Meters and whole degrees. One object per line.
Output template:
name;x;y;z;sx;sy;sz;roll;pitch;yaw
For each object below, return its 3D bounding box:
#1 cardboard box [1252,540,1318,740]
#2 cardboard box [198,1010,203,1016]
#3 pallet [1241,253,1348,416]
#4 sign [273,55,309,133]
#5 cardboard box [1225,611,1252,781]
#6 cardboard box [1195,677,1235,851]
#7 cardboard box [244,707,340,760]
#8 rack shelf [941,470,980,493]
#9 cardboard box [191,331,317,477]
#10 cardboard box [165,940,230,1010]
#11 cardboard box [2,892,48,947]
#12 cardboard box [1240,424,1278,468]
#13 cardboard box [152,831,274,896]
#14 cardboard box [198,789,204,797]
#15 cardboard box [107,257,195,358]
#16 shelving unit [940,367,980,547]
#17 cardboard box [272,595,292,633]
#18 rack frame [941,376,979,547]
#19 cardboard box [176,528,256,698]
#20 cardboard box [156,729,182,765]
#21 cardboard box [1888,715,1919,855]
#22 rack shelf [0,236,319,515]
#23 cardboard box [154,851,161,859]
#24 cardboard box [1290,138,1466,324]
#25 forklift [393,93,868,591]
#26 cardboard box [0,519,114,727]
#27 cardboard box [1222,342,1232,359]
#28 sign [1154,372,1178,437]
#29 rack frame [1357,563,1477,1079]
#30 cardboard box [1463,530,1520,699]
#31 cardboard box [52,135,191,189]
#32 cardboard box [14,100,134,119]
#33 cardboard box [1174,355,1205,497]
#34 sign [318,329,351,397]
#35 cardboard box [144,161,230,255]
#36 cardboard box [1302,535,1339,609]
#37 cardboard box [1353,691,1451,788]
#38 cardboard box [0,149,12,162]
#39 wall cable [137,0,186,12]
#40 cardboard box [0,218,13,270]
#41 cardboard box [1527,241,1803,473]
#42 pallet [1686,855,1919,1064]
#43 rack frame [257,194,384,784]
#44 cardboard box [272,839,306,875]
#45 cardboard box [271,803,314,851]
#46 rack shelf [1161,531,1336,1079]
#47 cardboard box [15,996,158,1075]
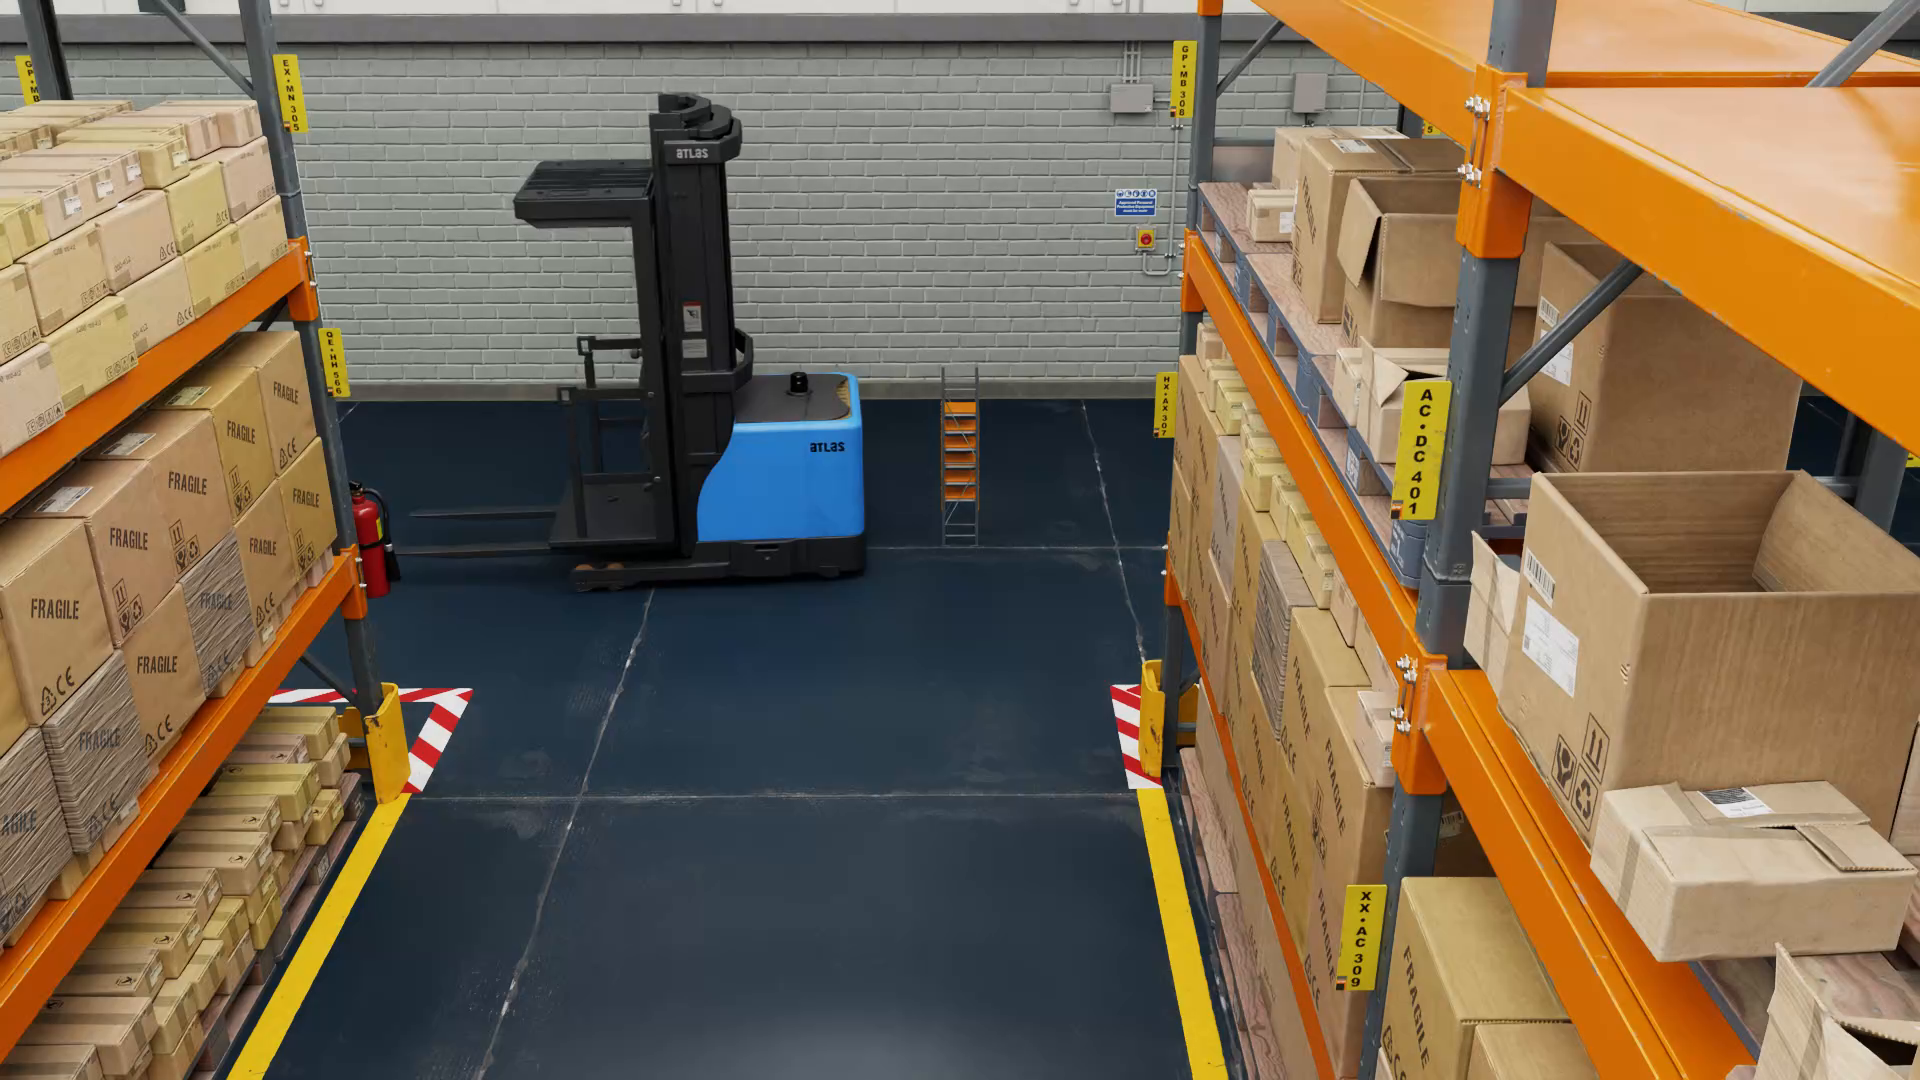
cardboard box;1.280;0.327;5.553;0.500;0.500;0.500;0;24;0
cardboard box;-3.192;1.817;6.541;0.380;0.149;0.250;0;24;1
pallet;1.564;-0.725;5.681;1.003;0.211;1.213;0;24;-1
sign;-2.864;-1.909;7.116;0.100;0.325;0.005;0;24;-1
cardboard box;1.291;0.569;6.230;0.500;0.500;0.500;1;24;1
cardboard box;1.637;1.039;7.912;0.875;0.438;0.875;-1;24;-2
cardboard box;-3.160;0.909;7.828;0.380;0.149;0.250;0;24;0
rack shelf;0.000;-0.391;11.057;0.258;0.103;0.180;0;24;-1
cardboard box;-3.165;-0.594;7.227;0.500;0.500;0.500;-1;24;-2
cardboard box;-3.087;1.690;6.462;0.380;0.149;0.250;0;24;0
cardboard box;-3.181;1.172;5.323;0.380;0.149;0.250;-1;24;-3
cardboard box;1.256;-0.323;6.202;0.380;0.149;0.250;0;24;0
cardboard box;-3.087;1.336;6.883;0.380;0.149;0.250;1;24;1
cardboard box;-3.724;1.158;7.639;0.380;0.149;0.250;0;24;-1
cardboard box;-3.145;-0.842;6.014;0.500;0.250;0.500;1;24;2
shelving unit;0.000;-0.541;10.990;0.258;1.200;0.189;0;24;-1
cardboard box;-3.150;0.309;7.232;0.380;0.149;0.250;0;24;-1
rack frame;0.001;-0.503;10.906;0.240;1.200;0.006;0;24;-1
cardboard box;-3.141;0.279;6.510;0.500;0.500;0.500;0;24;0
cardboard box;-3.188;0.743;6.271;0.380;0.149;0.250;0;24;0
cardboard box;1.793;0.285;2.939;0.500;0.311;0.500;0;24;-1
rack shelf;-3.397;-0.359;5.638;1.077;0.370;4.000;0;24;-1
cardboard box;-3.639;1.390;7.486;0.380;0.149;0.250;0;24;0
cardboard box;1.402;-1.026;5.487;0.500;0.500;0.500;0;24;0
forklift;-2.142;-1.237;10.429;3.031;2.935;1.130;-2;24;-5
cardboard box;-3.132;0.259;5.342;0.500;0.500;0.500;0;24;0
cardboard box;1.331;-0.750;7.146;0.380;0.149;0.250;0;24;1
sign;0.975;-0.639;7.876;0.100;0.325;0.005;0;24;-1
rack frame;1.573;1.440;4.427;1.000;3.000;0.127;0;24;-1
cardboard box;1.229;0.151;3.290;0.396;0.266;0.258;0;24;-1
cardboard box;-3.102;-1.401;6.158;0.380;0.149;0.250;0;24;0
cardboard box;-3.643;-1.718;6.860;0.380;0.149;0.250;0;24;-1
cardboard box;1.250;-0.511;7.404;0.500;0.500;0.500;-1;24;-2
sign;-2.864;-0.810;7.613;0.100;0.325;0.005;0;24;-1
cardboard box;-3.153;-1.271;6.356;0.500;0.250;0.500;-1;24;-2
cardboard box;1.305;0.098;5.270;0.380;0.149;0.250;0;24;-1
cardboard box;1.252;0.518;4.344;0.380;0.149;0.250;-1;24;-2
cardboard box;-3.618;-1.295;5.924;0.380;0.149;0.250;0;24;1
wall cable;-4.995;-6.709;11.259;2.277;5.999;0.120;0;24;-1
cardboard box;-3.103;-0.867;4.978;0.380;0.149;0.250;1;24;2
cardboard box;1.777;-0.453;4.219;0.500;0.500;0.500;0;24;0
pallet;1.632;0.538;3.013;0.805;0.209;1.217;-1;24;-3
rack frame;-3.419;-0.145;7.930;1.000;3.000;0.127;0;24;-1
cardboard box;-3.184;1.394;7.478;0.380;0.149;0.250;0;24;-1
cardboard box;-3.121;1.258;7.418;0.380;0.149;0.250;-1;24;-3
rack shelf;1.551;0.943;6.397;1.077;0.370;4.000;0;24;-1
cardboard box;-3.115;1.767;5.931;0.380;0.149;0.250;0;24;1
